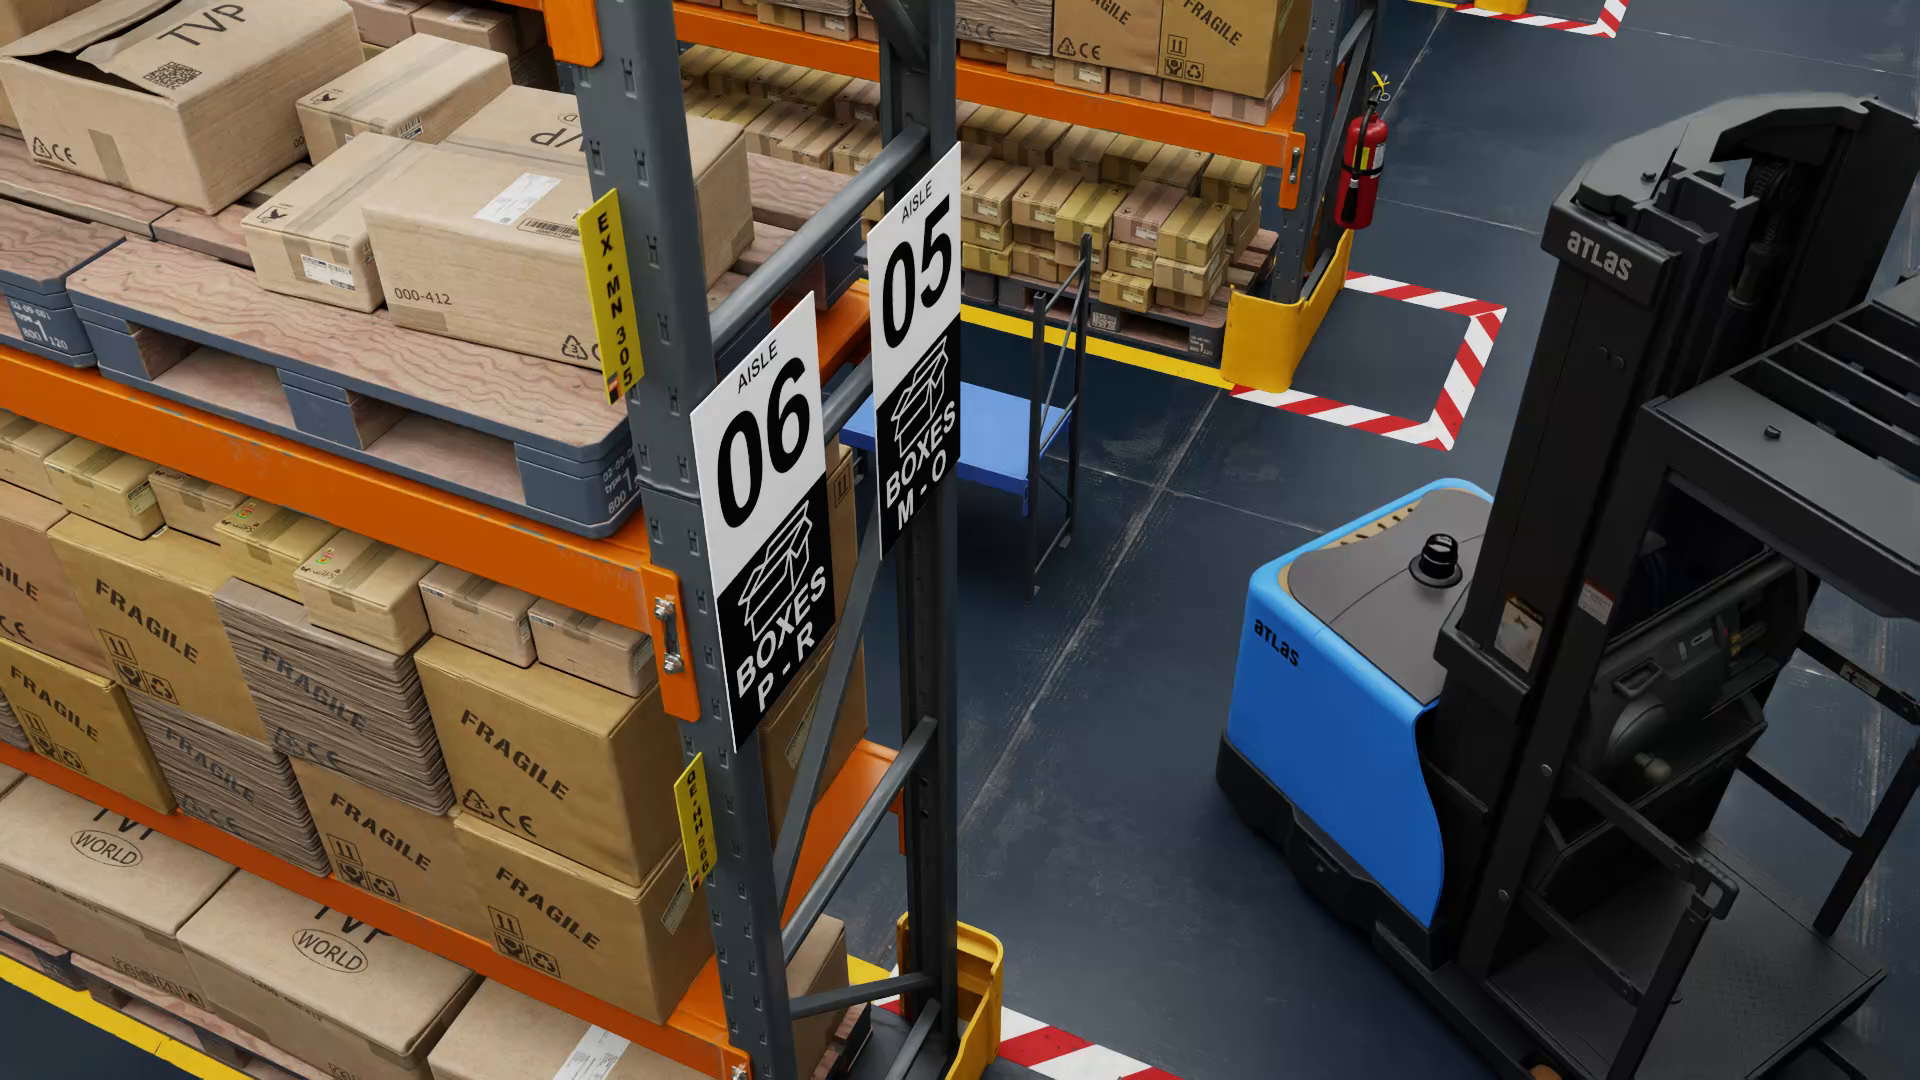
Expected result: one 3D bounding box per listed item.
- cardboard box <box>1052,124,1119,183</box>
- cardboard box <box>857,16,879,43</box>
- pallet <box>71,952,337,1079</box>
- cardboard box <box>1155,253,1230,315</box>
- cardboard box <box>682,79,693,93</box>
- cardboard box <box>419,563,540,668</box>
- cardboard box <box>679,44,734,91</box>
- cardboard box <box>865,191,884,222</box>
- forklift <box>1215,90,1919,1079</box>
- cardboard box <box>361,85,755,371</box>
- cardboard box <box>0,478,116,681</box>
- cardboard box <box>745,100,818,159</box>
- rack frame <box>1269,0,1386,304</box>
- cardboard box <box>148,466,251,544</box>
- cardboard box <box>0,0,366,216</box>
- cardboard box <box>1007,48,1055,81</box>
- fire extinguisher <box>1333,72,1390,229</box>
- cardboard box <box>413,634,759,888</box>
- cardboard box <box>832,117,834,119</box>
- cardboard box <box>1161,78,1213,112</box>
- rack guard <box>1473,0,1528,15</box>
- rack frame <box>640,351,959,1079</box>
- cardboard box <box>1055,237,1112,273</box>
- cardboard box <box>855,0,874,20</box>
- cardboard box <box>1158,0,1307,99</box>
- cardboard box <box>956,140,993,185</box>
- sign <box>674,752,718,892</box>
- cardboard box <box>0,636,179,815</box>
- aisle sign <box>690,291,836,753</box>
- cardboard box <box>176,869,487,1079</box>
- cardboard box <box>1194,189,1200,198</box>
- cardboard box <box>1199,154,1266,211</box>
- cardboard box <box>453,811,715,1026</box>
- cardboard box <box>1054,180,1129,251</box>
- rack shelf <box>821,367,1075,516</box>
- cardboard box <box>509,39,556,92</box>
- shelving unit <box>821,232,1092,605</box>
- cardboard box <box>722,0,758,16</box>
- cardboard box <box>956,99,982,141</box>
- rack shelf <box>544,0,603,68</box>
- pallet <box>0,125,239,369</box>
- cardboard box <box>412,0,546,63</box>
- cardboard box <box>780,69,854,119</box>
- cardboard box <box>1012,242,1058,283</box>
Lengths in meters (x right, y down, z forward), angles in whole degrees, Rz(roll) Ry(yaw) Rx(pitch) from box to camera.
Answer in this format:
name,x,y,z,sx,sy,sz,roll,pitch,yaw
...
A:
name,x,y,z,sx,sy,sz,roll,pitch,yaw
cardboard box,0.664,-2.026,8.700,0.250,0.149,0.380,15,43,17
cardboard box,-0.300,-2.561,8.106,0.250,0.149,0.380,19,44,20
pallet,-2.131,1.303,5.586,1.213,0.211,1.003,17,44,19
cardboard box,1.165,-1.307,8.323,0.250,0.149,0.380,18,44,19
cardboard box,-1.671,-2.399,9.129,0.250,0.149,0.380,19,44,20
cardboard box,-0.922,0.066,3.549,0.250,0.149,0.380,18,44,19
cardboard box,-1.463,-2.673,9.446,0.250,0.149,0.380,18,44,20
cardboard box,-0.301,-1.794,8.659,0.250,0.149,0.380,17,44,19
forklift,2.178,0.437,4.508,1.130,2.935,3.031,-24,46,-25
cardboard box,-0.717,-0.582,3.058,0.500,0.250,0.500,13,43,15
cardboard box,-2.197,-0.051,4.179,0.500,0.500,0.500,17,44,18
cardboard box,-0.950,-2.188,8.886,0.250,0.149,0.380,16,43,18
rack frame,1.730,-2.203,7.502,0.127,3.000,1.000,17,44,19
cardboard box,-1.609,-0.165,3.815,0.250,0.149,0.380,17,44,18
cardboard box,-1.607,-0.978,3.469,0.500,0.311,0.500,18,44,19
cardboard box,0.404,-2.330,7.839,0.250,0.149,0.380,15,43,17
fire extinguisher,1.763,-1.689,7.253,0.183,0.674,0.296,17,44,19
cardboard box,-0.809,0.355,3.710,0.500,0.500,0.500,18,44,20
cardboard box,-0.789,-2.347,9.297,0.250,0.149,0.380,17,44,19
cardboard box,1.105,-2.122,7.600,0.250,0.149,0.380,17,44,19
rack guard,3.940,-4.168,11.677,0.348,0.500,1.175,17,44,19
rack frame,-0.272,0.763,4.080,0.127,3.000,1.000,17,44,19
cardboard box,0.659,-1.517,8.338,0.250,0.149,0.380,15,43,17
cardboard box,-0.162,-2.750,7.829,0.500,0.500,0.500,19,44,21
cardboard box,1.214,-2.325,7.339,0.500,0.500,0.500,18,44,19
cardboard box,-0.016,-1.895,8.548,0.250,0.149,0.380,16,43,17
sign,-0.514,0.554,3.256,0.005,0.325,0.100,17,44,19
cardboard box,-2.213,0.329,4.504,0.500,0.500,0.500,18,44,20
aisle sign,-0.337,-0.016,2.993,0.004,0.787,0.394,17,44,19
cardboard box,-1.745,1.201,5.210,0.875,0.438,0.875,18,44,20
cardboard box,1.139,-1.804,8.670,0.250,0.149,0.380,17,44,18
cardboard box,1.399,-1.856,8.503,0.250,0.149,0.380,15,43,17
cardboard box,-0.821,0.749,4.020,0.500,0.500,0.500,17,44,19
cardboard box,0.651,-1.606,8.214,0.250,0.149,0.380,16,43,18
rack shelf,-0.077,-0.454,6.904,1.000,0.185,0.538,17,44,19
cardboard box,-2.672,-2.580,9.525,0.500,0.500,0.500,16,43,18
shelving unit,-0.077,-0.590,6.786,1.048,1.500,0.538,17,44,19
cardboard box,-1.004,-2.794,8.376,0.250,0.149,0.380,15,43,17
cardboard box,-0.071,-2.222,8.925,0.250,0.149,0.380,17,44,19
rack shelf,-2.084,-1.635,3.120,4.000,0.370,1.077,17,44,19
pallet,-2.058,-0.873,3.745,1.213,0.211,1.003,17,44,19
cardboard box,-2.677,-2.865,9.280,0.500,0.250,0.500,16,43,18
cardboard box,-0.784,-2.443,9.180,0.250,0.149,0.380,18,44,20
cardboard box,0.456,-1.503,8.549,0.250,0.149,0.380,17,44,19
